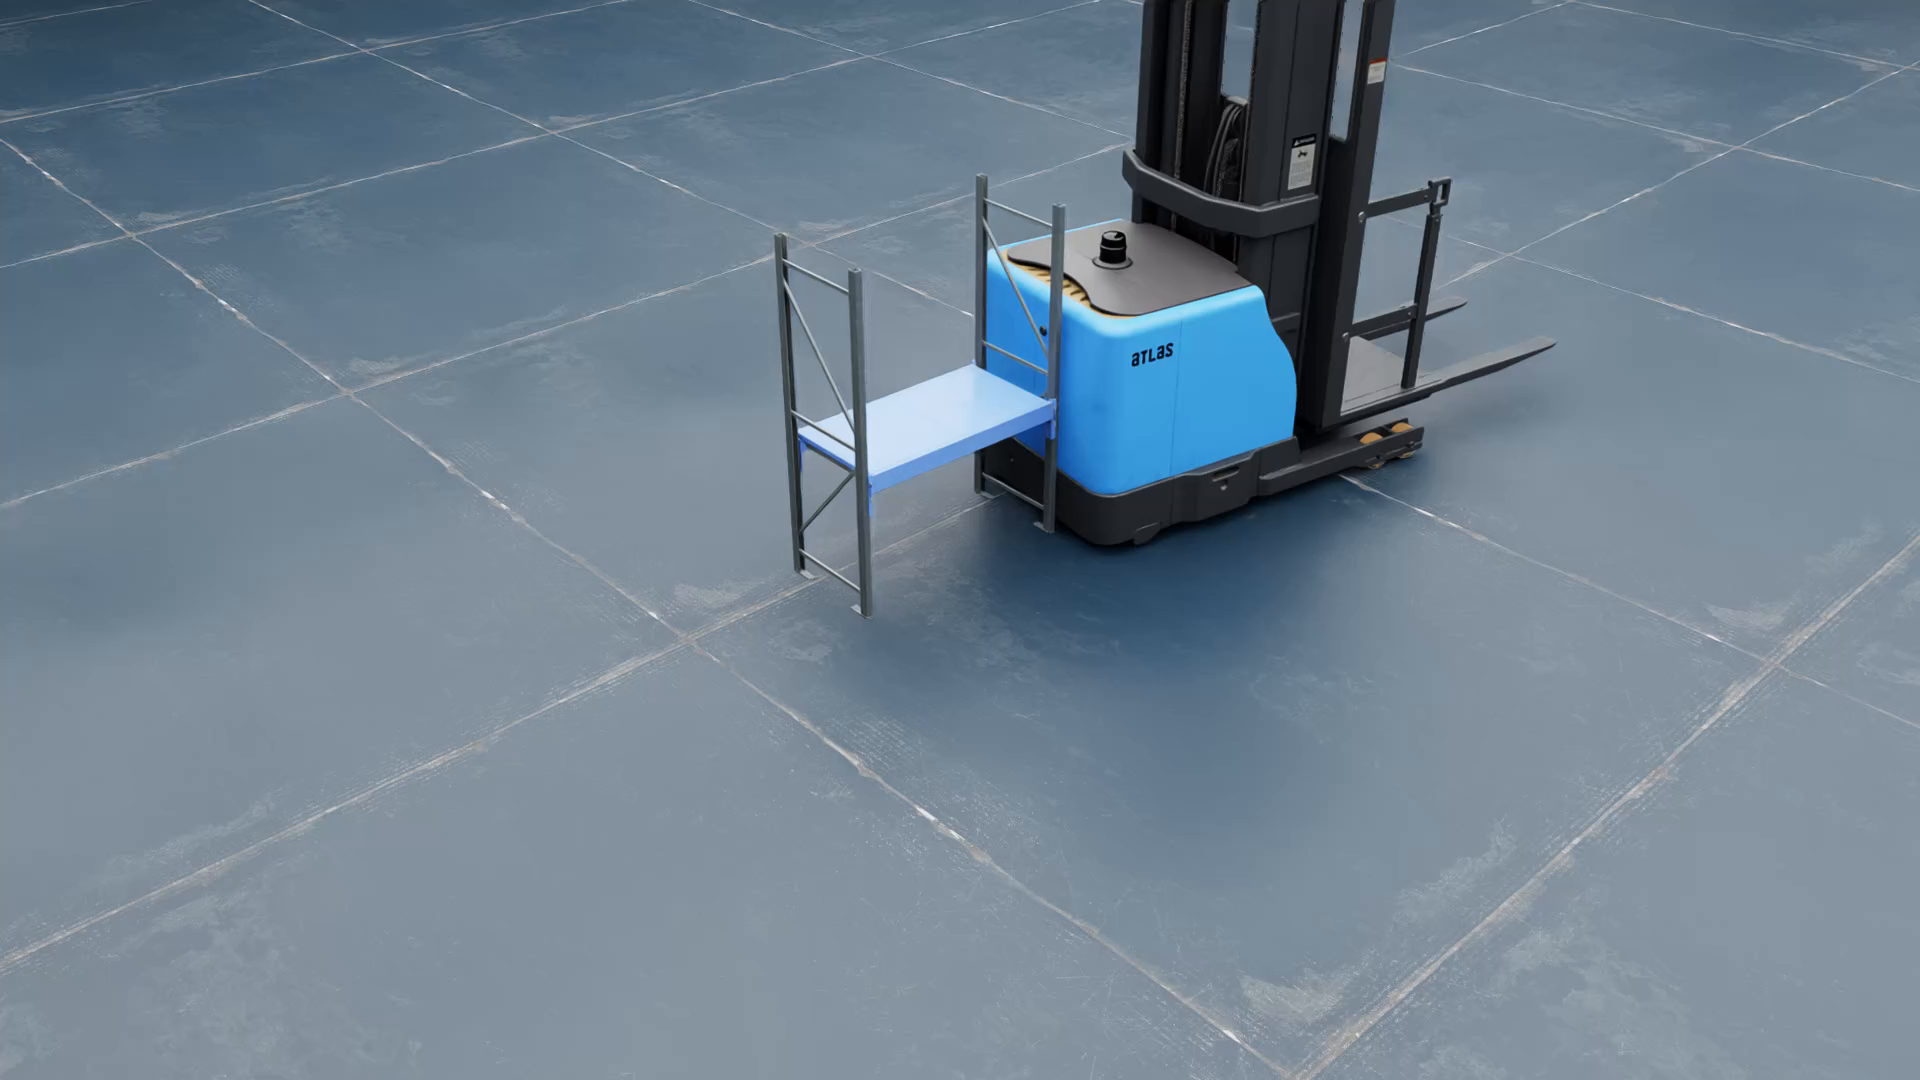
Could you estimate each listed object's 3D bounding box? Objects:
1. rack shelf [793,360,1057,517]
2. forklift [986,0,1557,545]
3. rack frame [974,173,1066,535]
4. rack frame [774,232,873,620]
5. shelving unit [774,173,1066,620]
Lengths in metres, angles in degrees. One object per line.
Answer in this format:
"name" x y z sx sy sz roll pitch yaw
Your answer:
"rack shelf" -0.143 -0.439 6.875 1.000 0.185 0.538 -24 39 -34
"forklift" 1.591 -1.798 7.380 3.031 2.935 1.130 -18 36 -27
"rack frame" 0.240 -0.766 7.066 0.032 1.500 0.500 -24 39 -34
"rack frame" -0.527 -0.418 6.496 0.032 1.500 0.500 -24 39 -34
"shelving unit" -0.143 -0.592 6.781 1.048 1.500 0.538 -24 39 -34
